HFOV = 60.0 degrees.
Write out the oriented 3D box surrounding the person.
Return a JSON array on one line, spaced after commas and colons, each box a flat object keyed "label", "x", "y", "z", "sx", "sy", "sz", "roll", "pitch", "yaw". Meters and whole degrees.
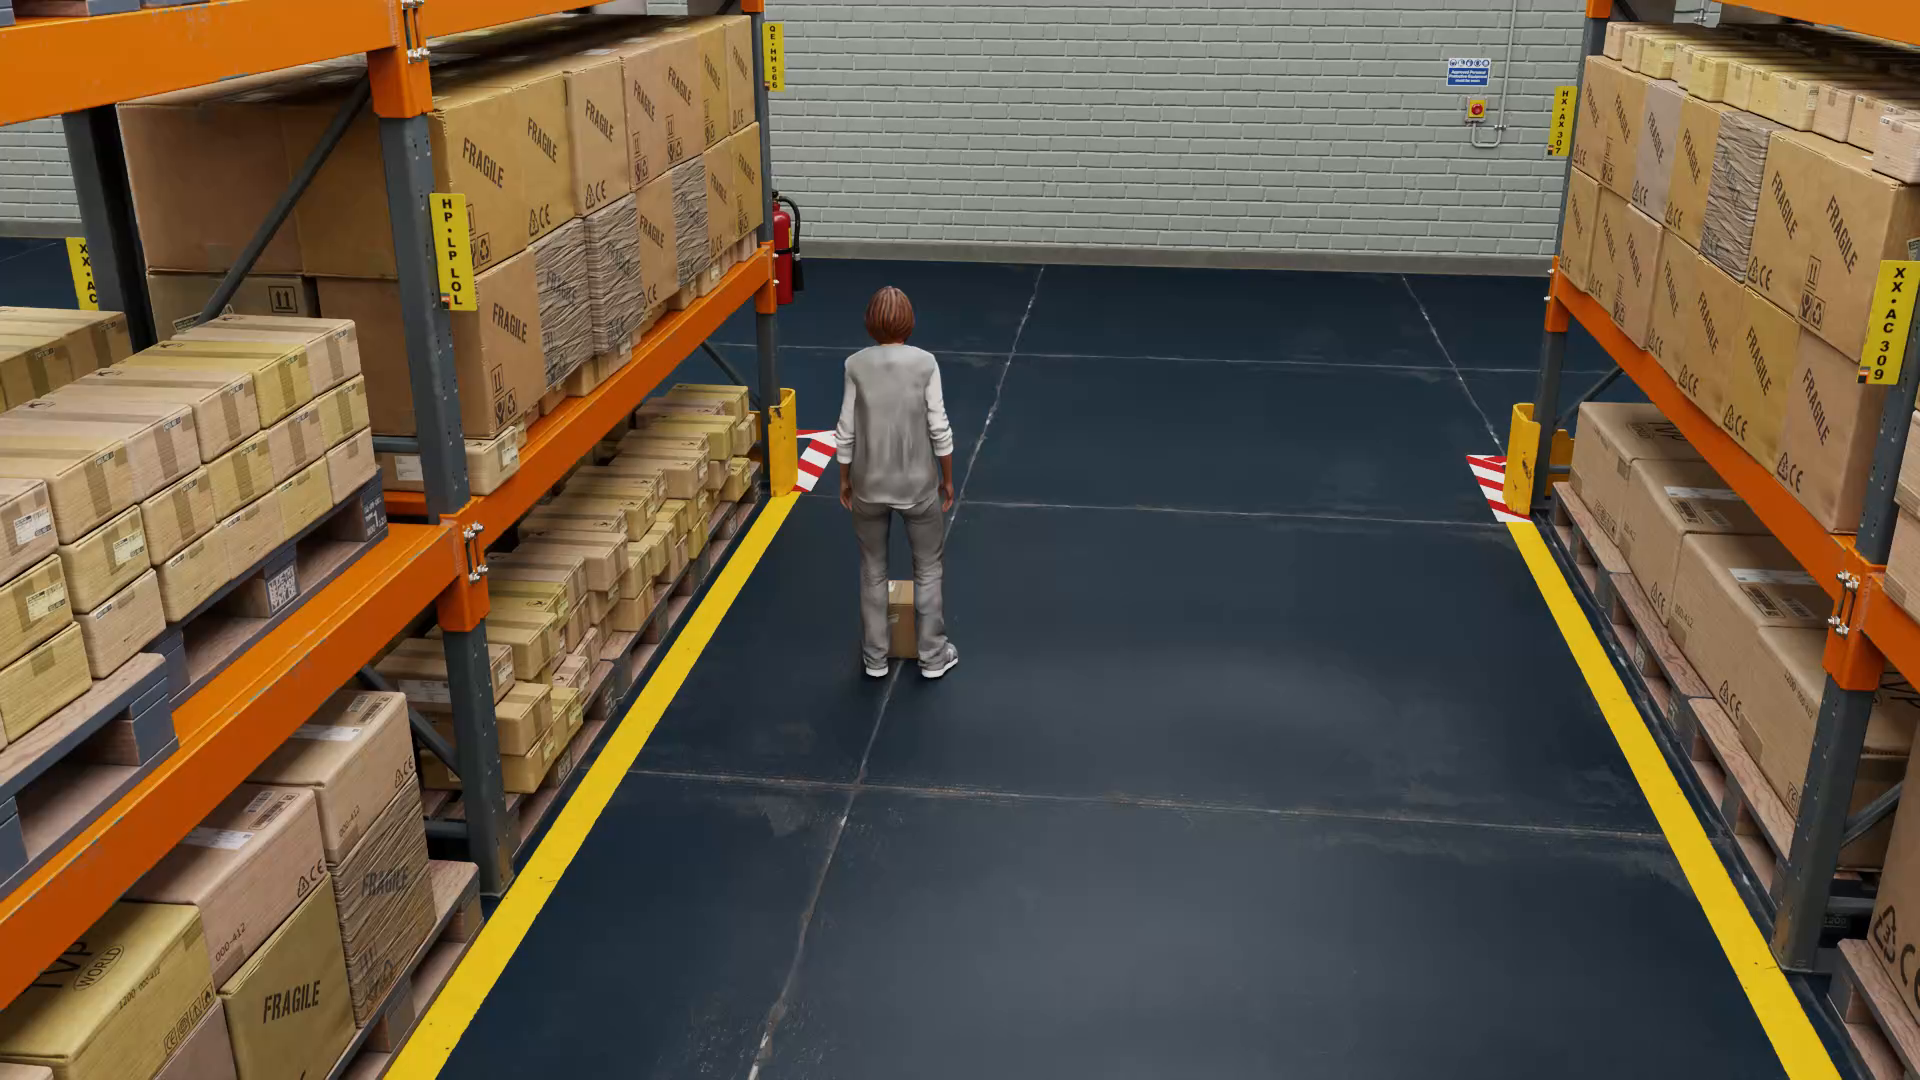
[{"label": "person", "x": -0.253, "y": -0.203, "z": 6.617, "sx": 0.476, "sy": 1.592, "sz": 0.349, "roll": 2, "pitch": 22, "yaw": 4}]
